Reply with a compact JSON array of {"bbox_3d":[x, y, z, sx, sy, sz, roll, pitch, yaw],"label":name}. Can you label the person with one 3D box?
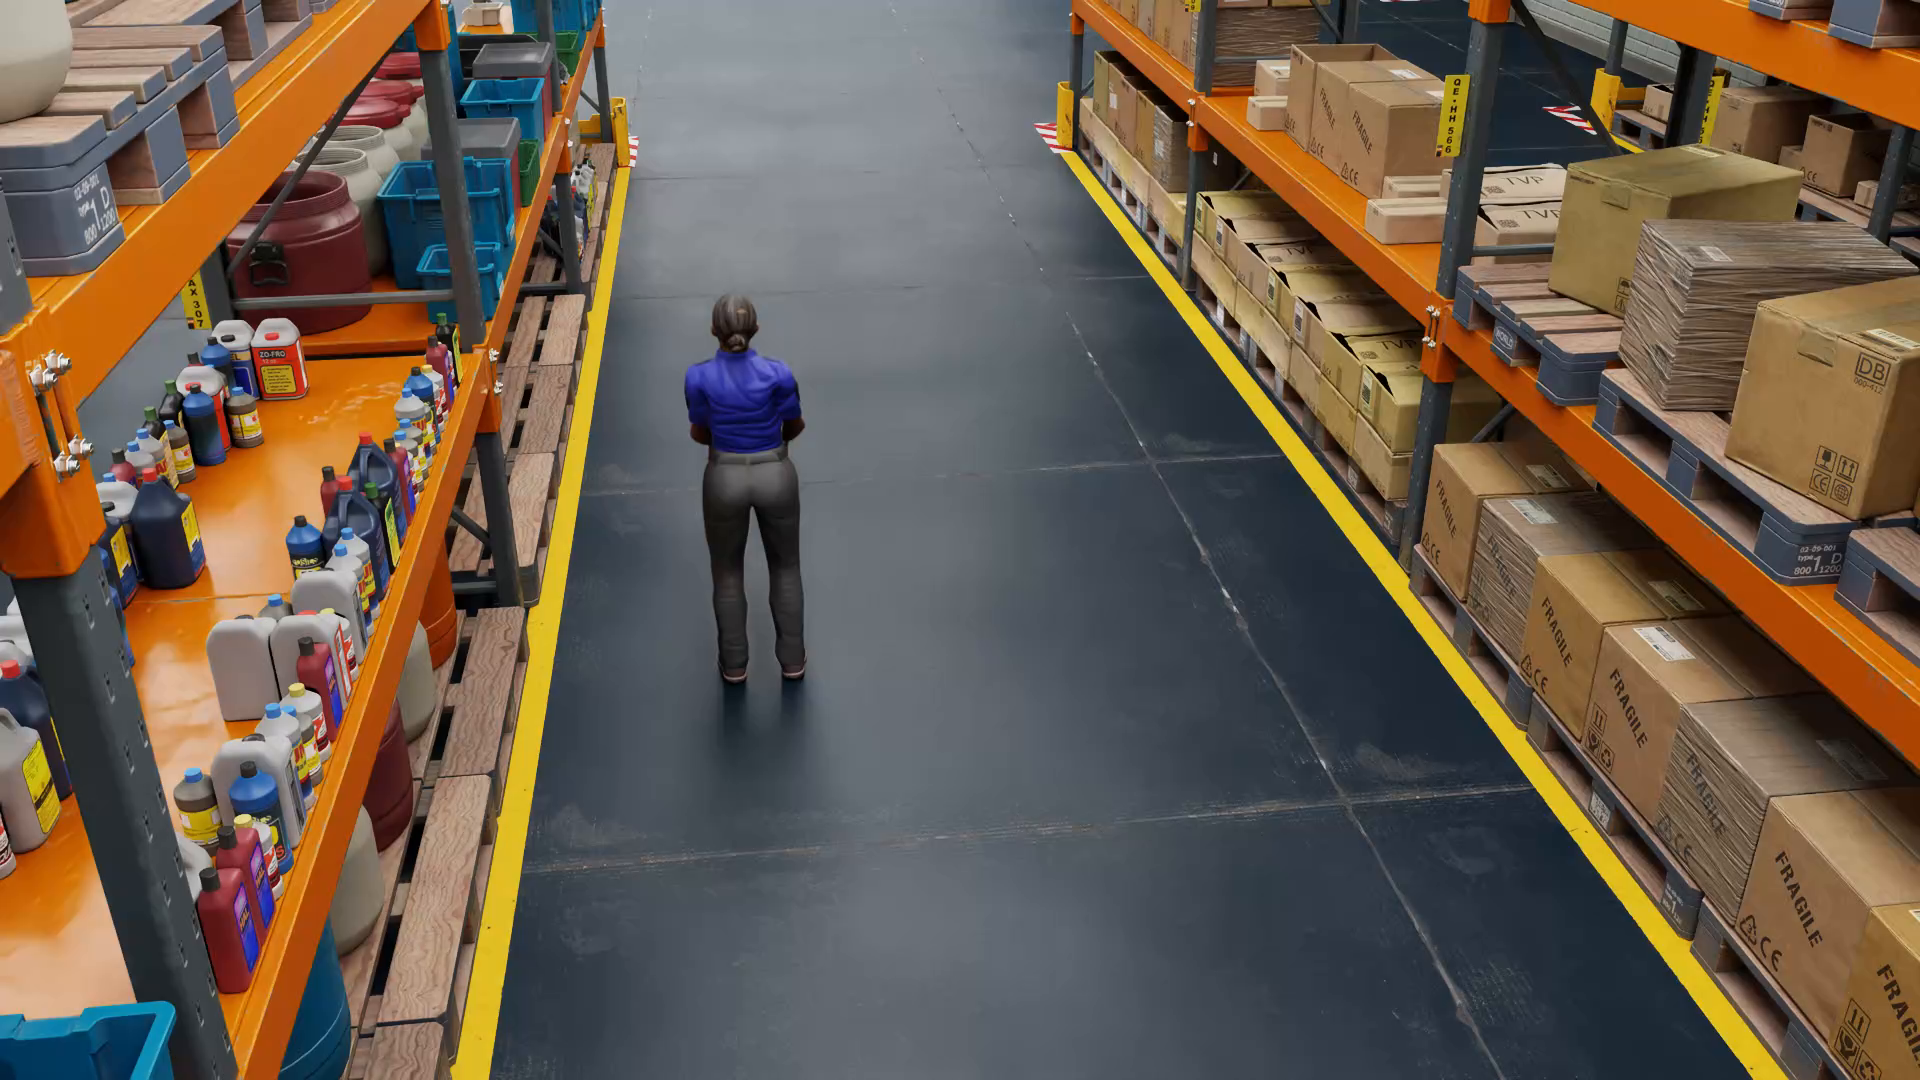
[{"bbox_3d":[-0.830,-0.234,6.588,0.451,1.650,0.512,-3,27,-6],"label":"person"}]
